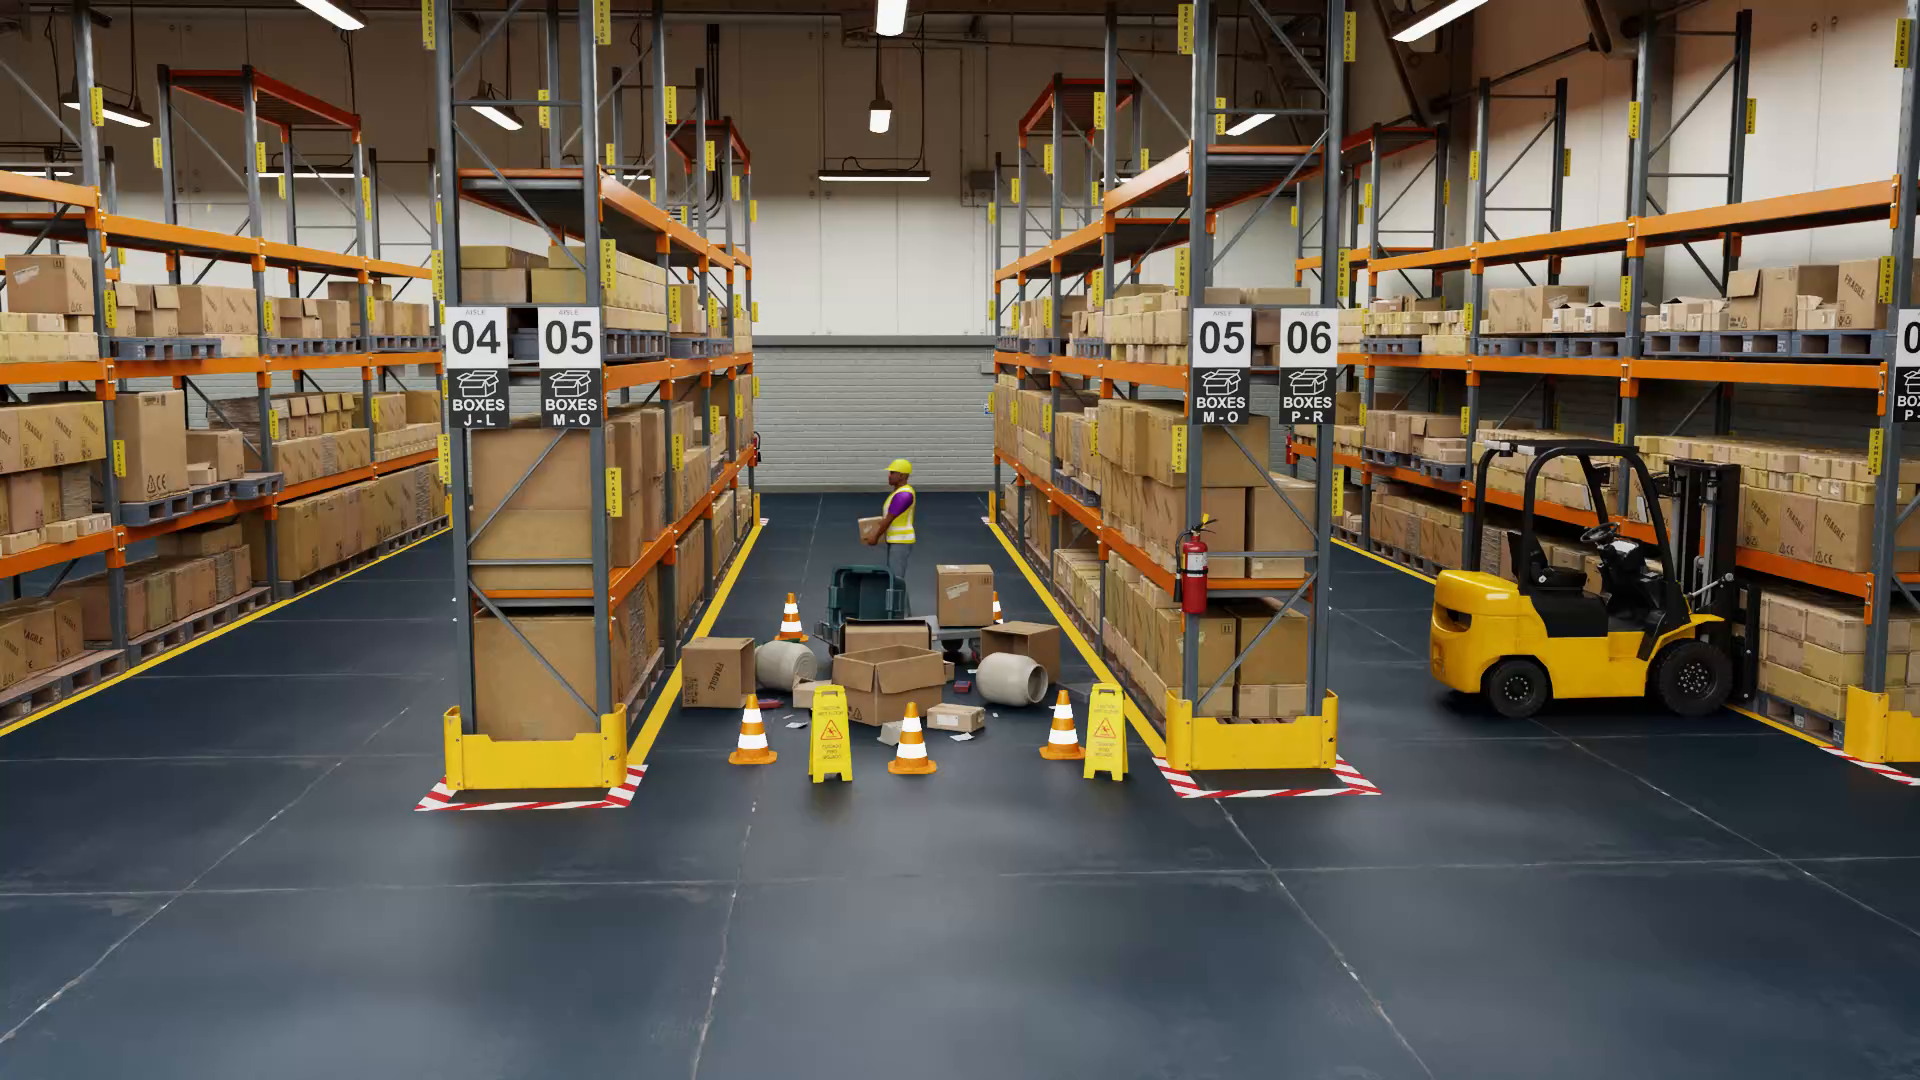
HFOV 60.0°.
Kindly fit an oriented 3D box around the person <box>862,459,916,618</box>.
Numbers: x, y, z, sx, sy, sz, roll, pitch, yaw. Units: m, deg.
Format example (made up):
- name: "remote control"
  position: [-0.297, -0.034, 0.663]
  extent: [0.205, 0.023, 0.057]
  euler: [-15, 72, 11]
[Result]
- name: "person"
  position: [-0.744, 0.038, 17.330]
  extent: [0.567, 1.763, 0.505]
  euler: [0, 7, -4]
